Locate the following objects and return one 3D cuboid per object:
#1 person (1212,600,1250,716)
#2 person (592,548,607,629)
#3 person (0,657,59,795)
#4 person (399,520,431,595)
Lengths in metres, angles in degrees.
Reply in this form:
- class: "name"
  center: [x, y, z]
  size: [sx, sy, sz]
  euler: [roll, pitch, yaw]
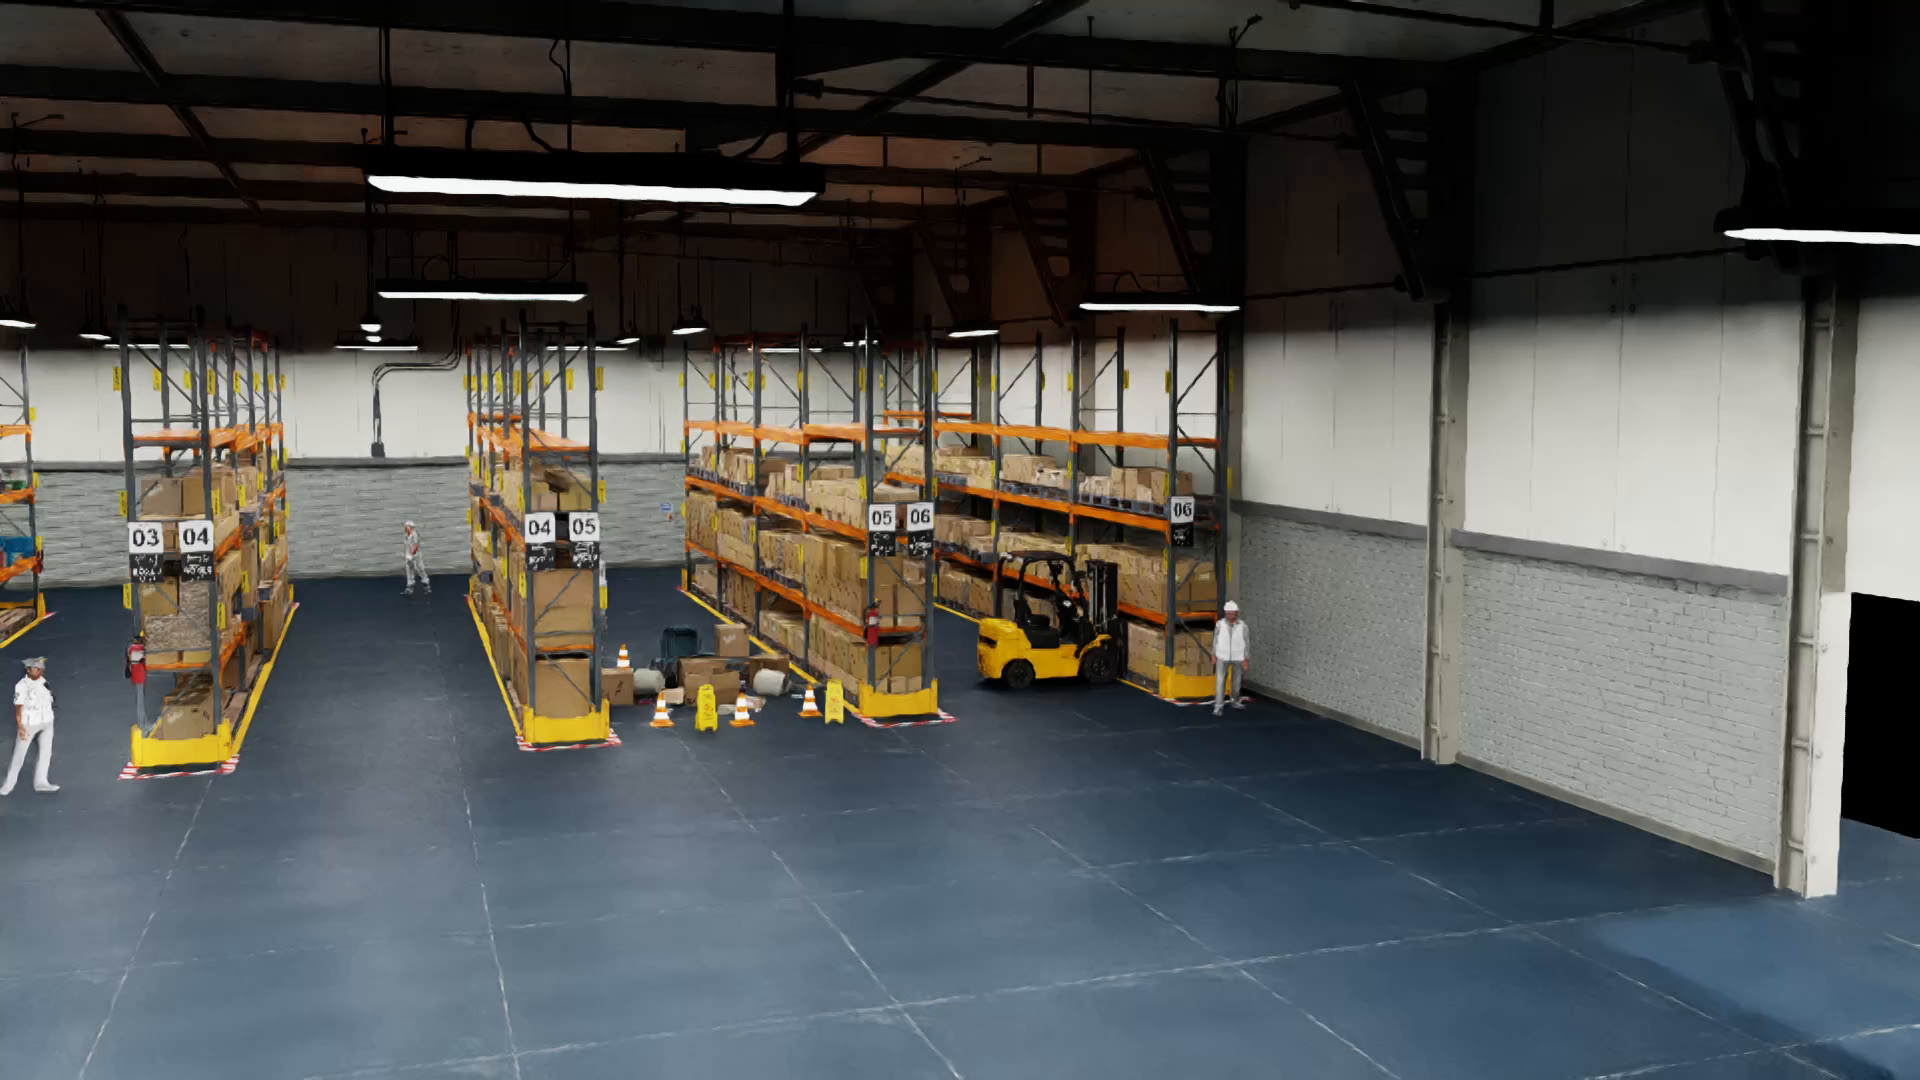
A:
- class: "person"
  center: [4.082, 1.766, 25.062]
  size: [0.576, 1.734, 0.933]
  euler: [1, 5, 9]
- class: "person"
  center: [-7.381, 0.960, 33.747]
  size: [0.544, 1.665, 0.573]
  euler: [1, 6, 13]
- class: "person"
  center: [-11.390, 2.261, 20.238]
  size: [0.477, 1.669, 0.666]
  euler: [3, 6, 26]
- class: "person"
  center: [-12.866, 0.407, 39.198]
  size: [0.551, 1.786, 0.711]
  euler: [5, 7, 42]
